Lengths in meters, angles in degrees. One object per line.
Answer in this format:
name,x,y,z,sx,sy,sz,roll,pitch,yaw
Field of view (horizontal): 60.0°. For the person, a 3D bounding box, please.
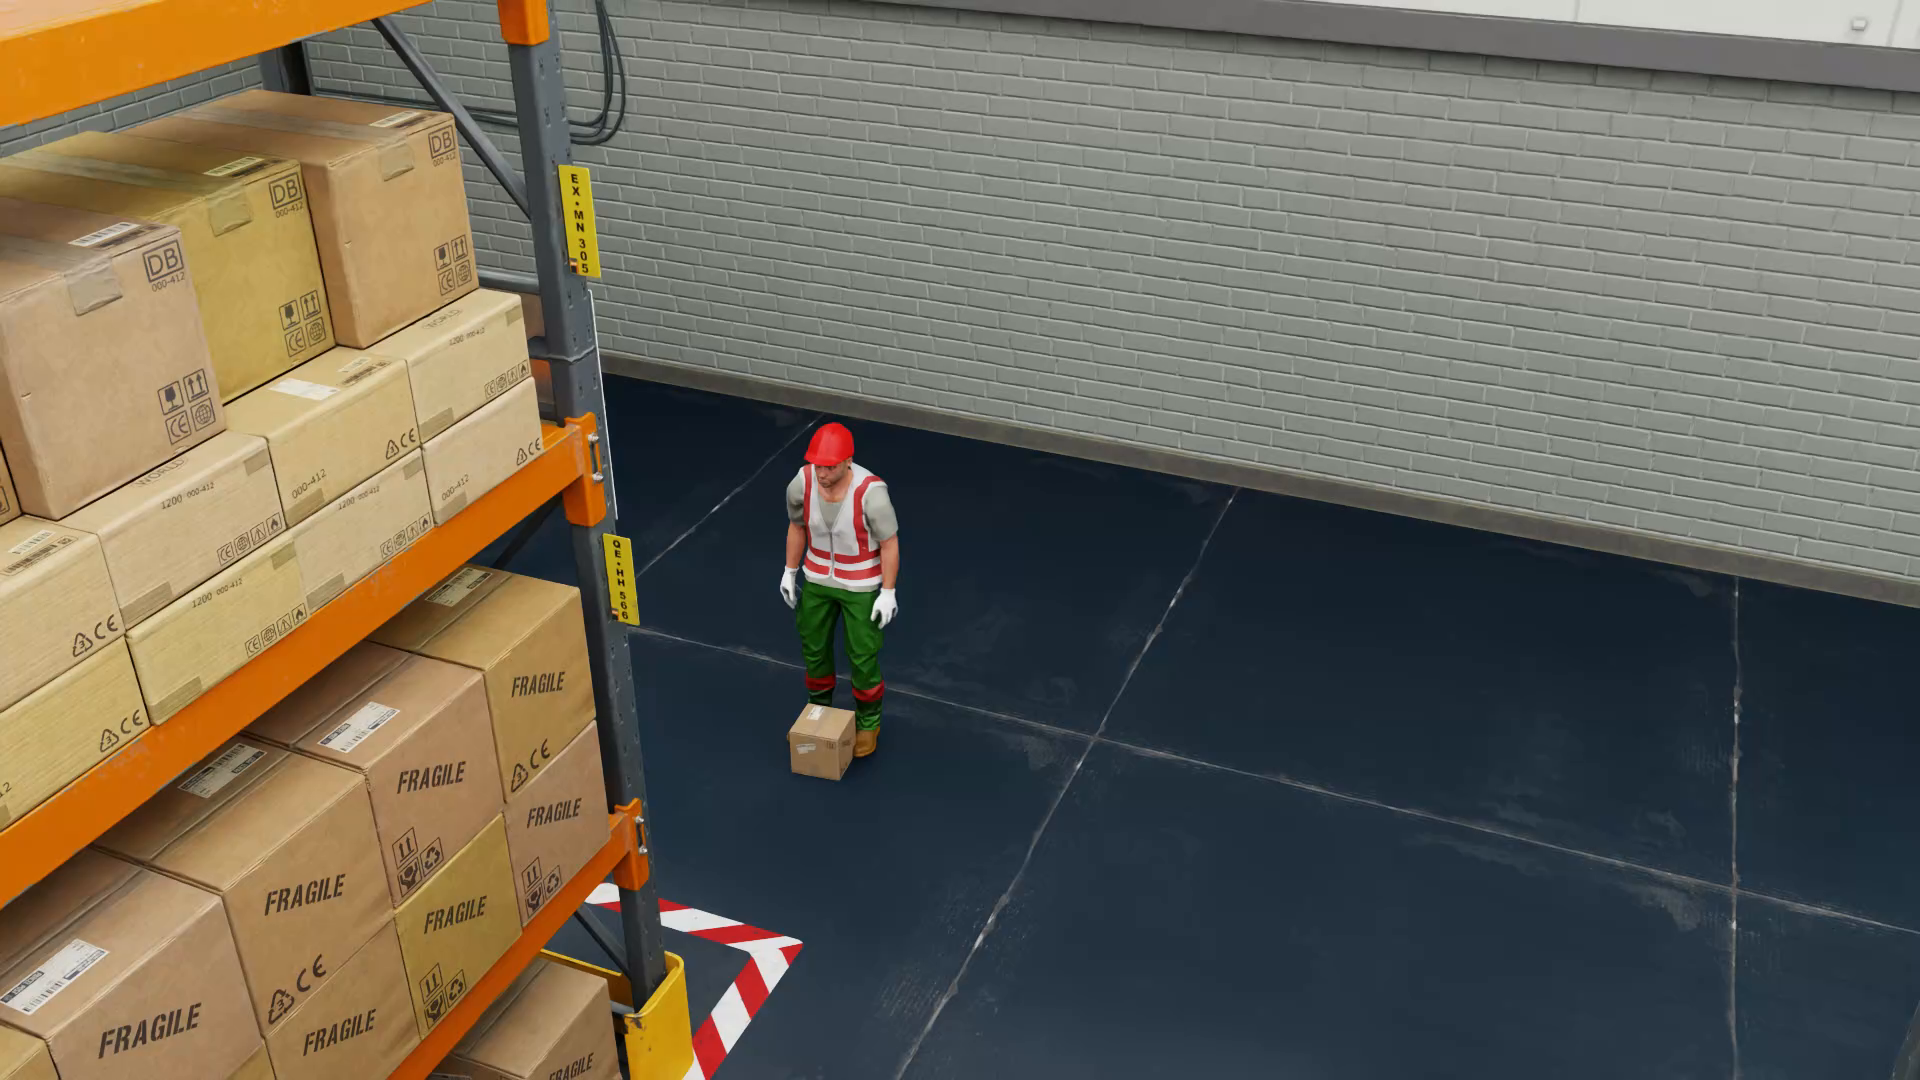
person,-0.580,0.226,7.983,0.608,1.779,0.453,11,31,19
